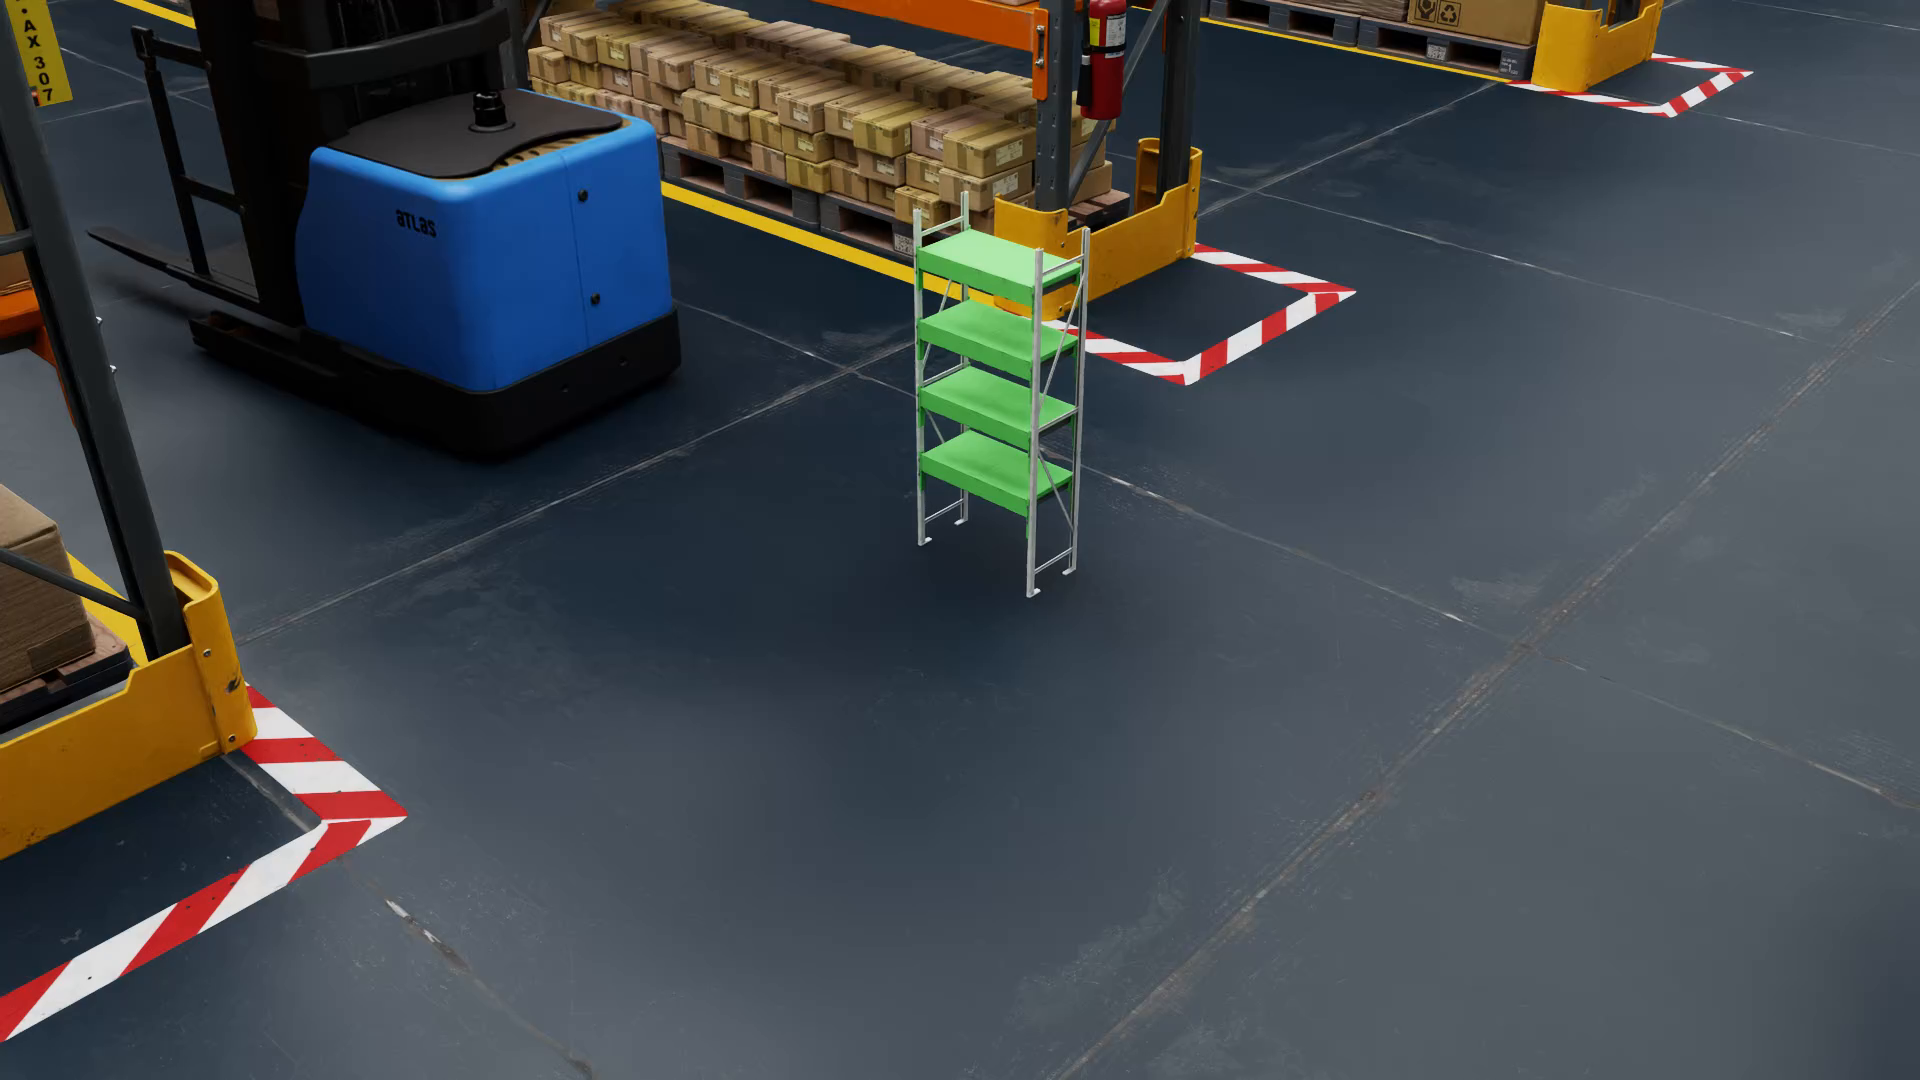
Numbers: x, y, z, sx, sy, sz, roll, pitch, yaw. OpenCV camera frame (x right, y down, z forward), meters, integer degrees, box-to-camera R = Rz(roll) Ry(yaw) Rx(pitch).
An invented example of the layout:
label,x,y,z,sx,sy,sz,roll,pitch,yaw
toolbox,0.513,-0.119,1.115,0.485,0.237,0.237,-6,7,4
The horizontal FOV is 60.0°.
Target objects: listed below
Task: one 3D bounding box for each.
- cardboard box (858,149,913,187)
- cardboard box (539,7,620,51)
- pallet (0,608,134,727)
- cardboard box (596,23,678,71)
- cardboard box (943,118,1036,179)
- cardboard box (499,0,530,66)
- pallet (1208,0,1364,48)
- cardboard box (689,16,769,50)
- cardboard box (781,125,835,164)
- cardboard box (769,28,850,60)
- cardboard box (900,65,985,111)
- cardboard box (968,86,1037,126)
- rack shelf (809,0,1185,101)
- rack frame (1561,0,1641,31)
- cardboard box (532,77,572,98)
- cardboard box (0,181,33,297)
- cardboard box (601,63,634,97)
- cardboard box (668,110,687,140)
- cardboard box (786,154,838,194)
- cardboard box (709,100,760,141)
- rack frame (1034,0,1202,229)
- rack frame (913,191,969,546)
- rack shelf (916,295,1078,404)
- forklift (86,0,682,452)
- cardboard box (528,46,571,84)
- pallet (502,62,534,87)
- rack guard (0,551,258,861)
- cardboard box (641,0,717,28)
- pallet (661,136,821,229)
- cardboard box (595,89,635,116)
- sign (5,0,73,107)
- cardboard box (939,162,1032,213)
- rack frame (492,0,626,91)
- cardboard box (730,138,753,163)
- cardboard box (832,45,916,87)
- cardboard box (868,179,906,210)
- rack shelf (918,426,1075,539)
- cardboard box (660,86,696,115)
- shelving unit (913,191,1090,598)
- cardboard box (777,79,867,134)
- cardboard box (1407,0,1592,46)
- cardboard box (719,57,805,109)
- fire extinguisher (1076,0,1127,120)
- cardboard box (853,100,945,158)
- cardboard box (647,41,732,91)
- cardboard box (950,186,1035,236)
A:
label,x,y,z,sx,sy,sz,roll,pitch,yaw
cardboard box,-0.268,-1.833,7.954,0.250,0.149,0.380,23,38,33
cardboard box,-2.148,-2.893,9.428,0.250,0.149,0.380,27,40,37
pallet,-3.191,0.382,4.911,1.213,0.211,1.003,25,39,35
cardboard box,-1.763,-2.706,9.118,0.250,0.149,0.380,24,39,34
cardboard box,0.138,-1.794,7.601,0.250,0.149,0.380,26,39,36
cardboard box,-2.983,-3.147,10.086,0.500,0.500,0.500,24,39,34
pallet,2.558,-3.830,11.907,1.213,0.211,1.003,25,39,35
cardboard box,-1.281,-2.792,9.259,0.250,0.149,0.380,27,40,37
cardboard box,-0.661,-2.007,8.244,0.250,0.149,0.380,26,39,36
cardboard box,-0.810,-2.645,9.015,0.250,0.149,0.380,23,38,33
cardboard box,-0.085,-2.258,8.373,0.250,0.149,0.380,23,38,33
cardboard box,0.255,-2.068,8.057,0.250,0.149,0.380,26,40,36
rack shelf,-0.782,-2.878,8.320,4.000,0.370,1.077,25,39,35
rack frame,4.104,-4.356,10.077,0.127,3.000,1.000,25,39,35
cardboard box,-2.210,-2.588,9.497,0.250,0.149,0.380,23,38,33
cardboard box,-2.709,-0.885,4.214,0.500,0.500,0.500,25,39,35
cardboard box,-1.758,-2.593,9.217,0.250,0.149,0.380,25,39,35
cardboard box,-1.349,-2.281,8.988,0.250,0.149,0.380,23,38,33
cardboard box,-0.649,-1.874,8.312,0.250,0.149,0.380,23,38,33
cardboard box,-1.061,-2.187,8.544,0.250,0.149,0.380,25,39,36
rack frame,0.701,-2.494,6.984,0.127,3.000,1.000,25,39,35
rack frame,-0.058,-0.541,5.486,0.015,1.200,0.240,25,39,35
rack shelf,0.123,-0.608,5.255,0.480,0.148,0.258,25,39,35
forklift,-2.631,-2.177,6.525,3.031,2.935,1.130,21,37,30
cardboard box,-2.211,-2.716,9.422,0.250,0.149,0.380,27,40,37
pallet,-2.843,-2.952,10.450,1.213,0.211,1.003,25,39,35
rack guard,-2.528,0.513,4.413,0.348,0.500,1.175,25,39,35
cardboard box,-1.610,-2.995,9.596,0.250,0.149,0.380,26,39,36
pallet,-0.834,-2.042,8.938,1.213,0.211,1.003,25,39,35
cardboard box,-1.794,-2.430,9.234,0.250,0.149,0.380,25,39,35
sign,-2.169,-1.181,3.887,0.005,0.325,0.100,25,39,35
cardboard box,0.118,-1.653,7.657,0.250,0.149,0.380,24,38,34
rack frame,-2.265,-3.878,9.284,0.127,3.000,1.000,25,39,35
cardboard box,-0.975,-2.093,8.675,0.250,0.149,0.380,26,40,36
cardboard box,-0.449,-2.466,8.719,0.250,0.149,0.380,26,39,36
cardboard box,-0.226,-1.729,8.071,0.250,0.149,0.380,25,39,35
rack shelf,0.123,-0.196,5.502,0.480,0.148,0.258,25,39,35
cardboard box,-1.372,-2.394,8.887,0.250,0.149,0.380,27,40,37
shelving unit,0.123,-0.457,5.345,0.503,1.200,0.258,25,39,35
cardboard box,-0.673,-2.129,8.158,0.250,0.149,0.380,27,40,37
cardboard box,3.576,-3.816,10.834,0.875,0.875,0.875,25,39,35
cardboard box,-1.007,-2.343,8.513,0.250,0.149,0.380,25,39,35
fire extinguisher,0.578,-2.037,6.662,0.183,0.674,0.296,25,39,35
cardboard box,-0.287,-1.944,7.850,0.250,0.149,0.380,24,39,34
cardboard box,-1.421,-2.506,8.784,0.250,0.149,0.380,26,40,36
cardboard box,0.171,-1.555,7.781,0.250,0.149,0.380,26,40,36
